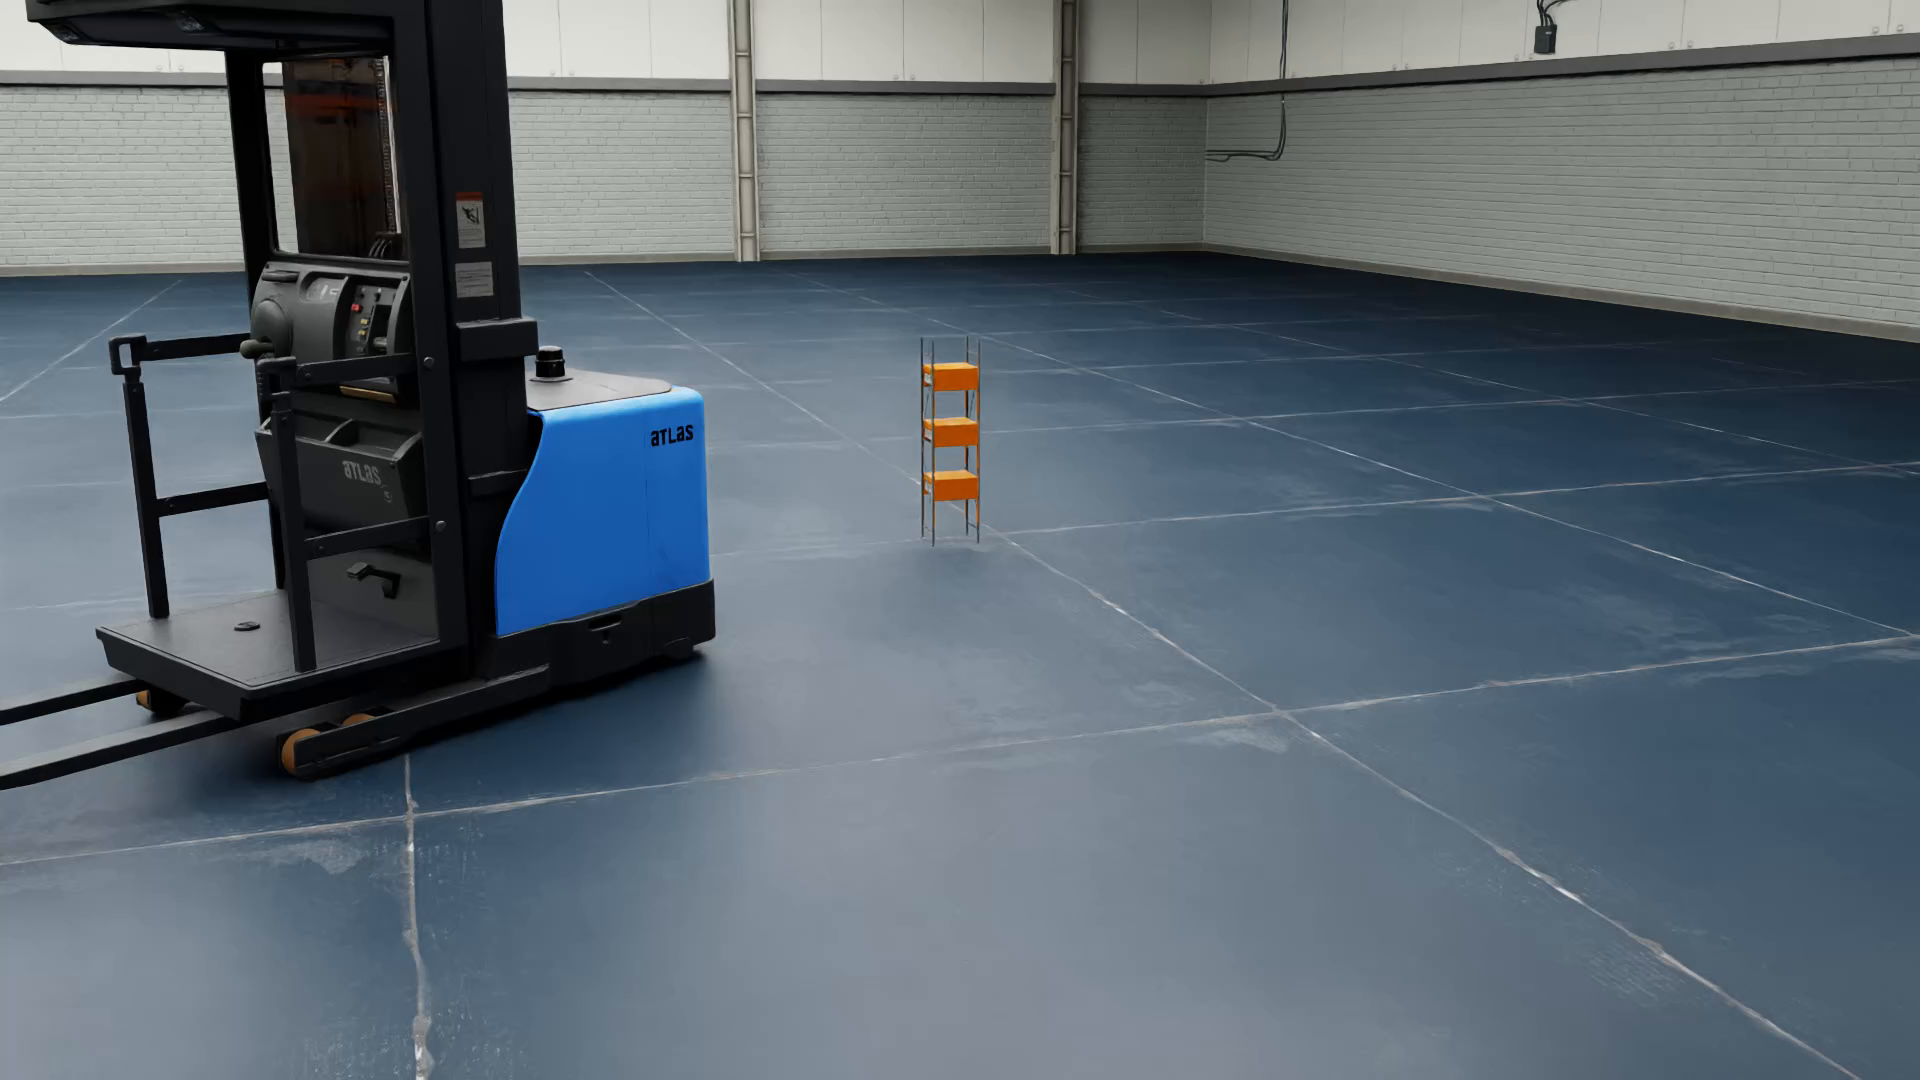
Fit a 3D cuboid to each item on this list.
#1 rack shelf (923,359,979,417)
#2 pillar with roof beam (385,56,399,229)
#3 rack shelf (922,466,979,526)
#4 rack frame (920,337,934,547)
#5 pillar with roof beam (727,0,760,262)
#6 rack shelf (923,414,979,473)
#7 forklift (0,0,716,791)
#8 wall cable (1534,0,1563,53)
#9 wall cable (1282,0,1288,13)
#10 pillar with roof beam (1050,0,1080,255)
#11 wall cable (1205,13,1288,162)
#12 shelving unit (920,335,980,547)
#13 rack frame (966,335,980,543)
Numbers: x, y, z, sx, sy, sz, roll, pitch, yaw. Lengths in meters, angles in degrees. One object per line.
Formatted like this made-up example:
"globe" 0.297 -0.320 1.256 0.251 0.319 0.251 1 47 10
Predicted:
"rack shelf" -0.051 -0.773 8.442 0.240 0.259 0.215 -4 14 -18
"pillar with roof beam" -8.067 -7.922 22.503 0.400 9.000 9.100 -4 14 -18
"rack shelf" -0.051 -0.226 8.571 0.240 0.259 0.215 -4 14 -18
"rack frame" -0.166 -0.498 8.467 0.008 1.050 0.200 -4 14 -18
"pillar with roof beam" -2.381 -8.365 24.365 0.400 9.000 9.100 -4 14 -18
"rack shelf" -0.051 -0.497 8.507 0.240 0.259 0.215 -4 14 -18
"forklift" -2.309 -0.778 5.578 1.130 2.935 3.031 11 17 38
"wall cable" 8.160 -9.251 20.739 0.169 6.003 2.305 -4 14 -18
"wall cable" 6.010 -10.033 27.172 0.112 2.526 3.097 -4 14 -18
"pillar with roof beam" 3.306 -8.808 26.227 0.400 9.000 9.100 -4 14 -18
"wall cable" 5.147 -8.169 30.250 0.112 2.526 3.097 -4 14 -18
"shelving unit" -0.051 -0.507 8.505 0.252 1.050 0.215 -4 14 -18
"rack frame" 0.065 -0.516 8.543 0.008 1.050 0.200 -4 14 -18
